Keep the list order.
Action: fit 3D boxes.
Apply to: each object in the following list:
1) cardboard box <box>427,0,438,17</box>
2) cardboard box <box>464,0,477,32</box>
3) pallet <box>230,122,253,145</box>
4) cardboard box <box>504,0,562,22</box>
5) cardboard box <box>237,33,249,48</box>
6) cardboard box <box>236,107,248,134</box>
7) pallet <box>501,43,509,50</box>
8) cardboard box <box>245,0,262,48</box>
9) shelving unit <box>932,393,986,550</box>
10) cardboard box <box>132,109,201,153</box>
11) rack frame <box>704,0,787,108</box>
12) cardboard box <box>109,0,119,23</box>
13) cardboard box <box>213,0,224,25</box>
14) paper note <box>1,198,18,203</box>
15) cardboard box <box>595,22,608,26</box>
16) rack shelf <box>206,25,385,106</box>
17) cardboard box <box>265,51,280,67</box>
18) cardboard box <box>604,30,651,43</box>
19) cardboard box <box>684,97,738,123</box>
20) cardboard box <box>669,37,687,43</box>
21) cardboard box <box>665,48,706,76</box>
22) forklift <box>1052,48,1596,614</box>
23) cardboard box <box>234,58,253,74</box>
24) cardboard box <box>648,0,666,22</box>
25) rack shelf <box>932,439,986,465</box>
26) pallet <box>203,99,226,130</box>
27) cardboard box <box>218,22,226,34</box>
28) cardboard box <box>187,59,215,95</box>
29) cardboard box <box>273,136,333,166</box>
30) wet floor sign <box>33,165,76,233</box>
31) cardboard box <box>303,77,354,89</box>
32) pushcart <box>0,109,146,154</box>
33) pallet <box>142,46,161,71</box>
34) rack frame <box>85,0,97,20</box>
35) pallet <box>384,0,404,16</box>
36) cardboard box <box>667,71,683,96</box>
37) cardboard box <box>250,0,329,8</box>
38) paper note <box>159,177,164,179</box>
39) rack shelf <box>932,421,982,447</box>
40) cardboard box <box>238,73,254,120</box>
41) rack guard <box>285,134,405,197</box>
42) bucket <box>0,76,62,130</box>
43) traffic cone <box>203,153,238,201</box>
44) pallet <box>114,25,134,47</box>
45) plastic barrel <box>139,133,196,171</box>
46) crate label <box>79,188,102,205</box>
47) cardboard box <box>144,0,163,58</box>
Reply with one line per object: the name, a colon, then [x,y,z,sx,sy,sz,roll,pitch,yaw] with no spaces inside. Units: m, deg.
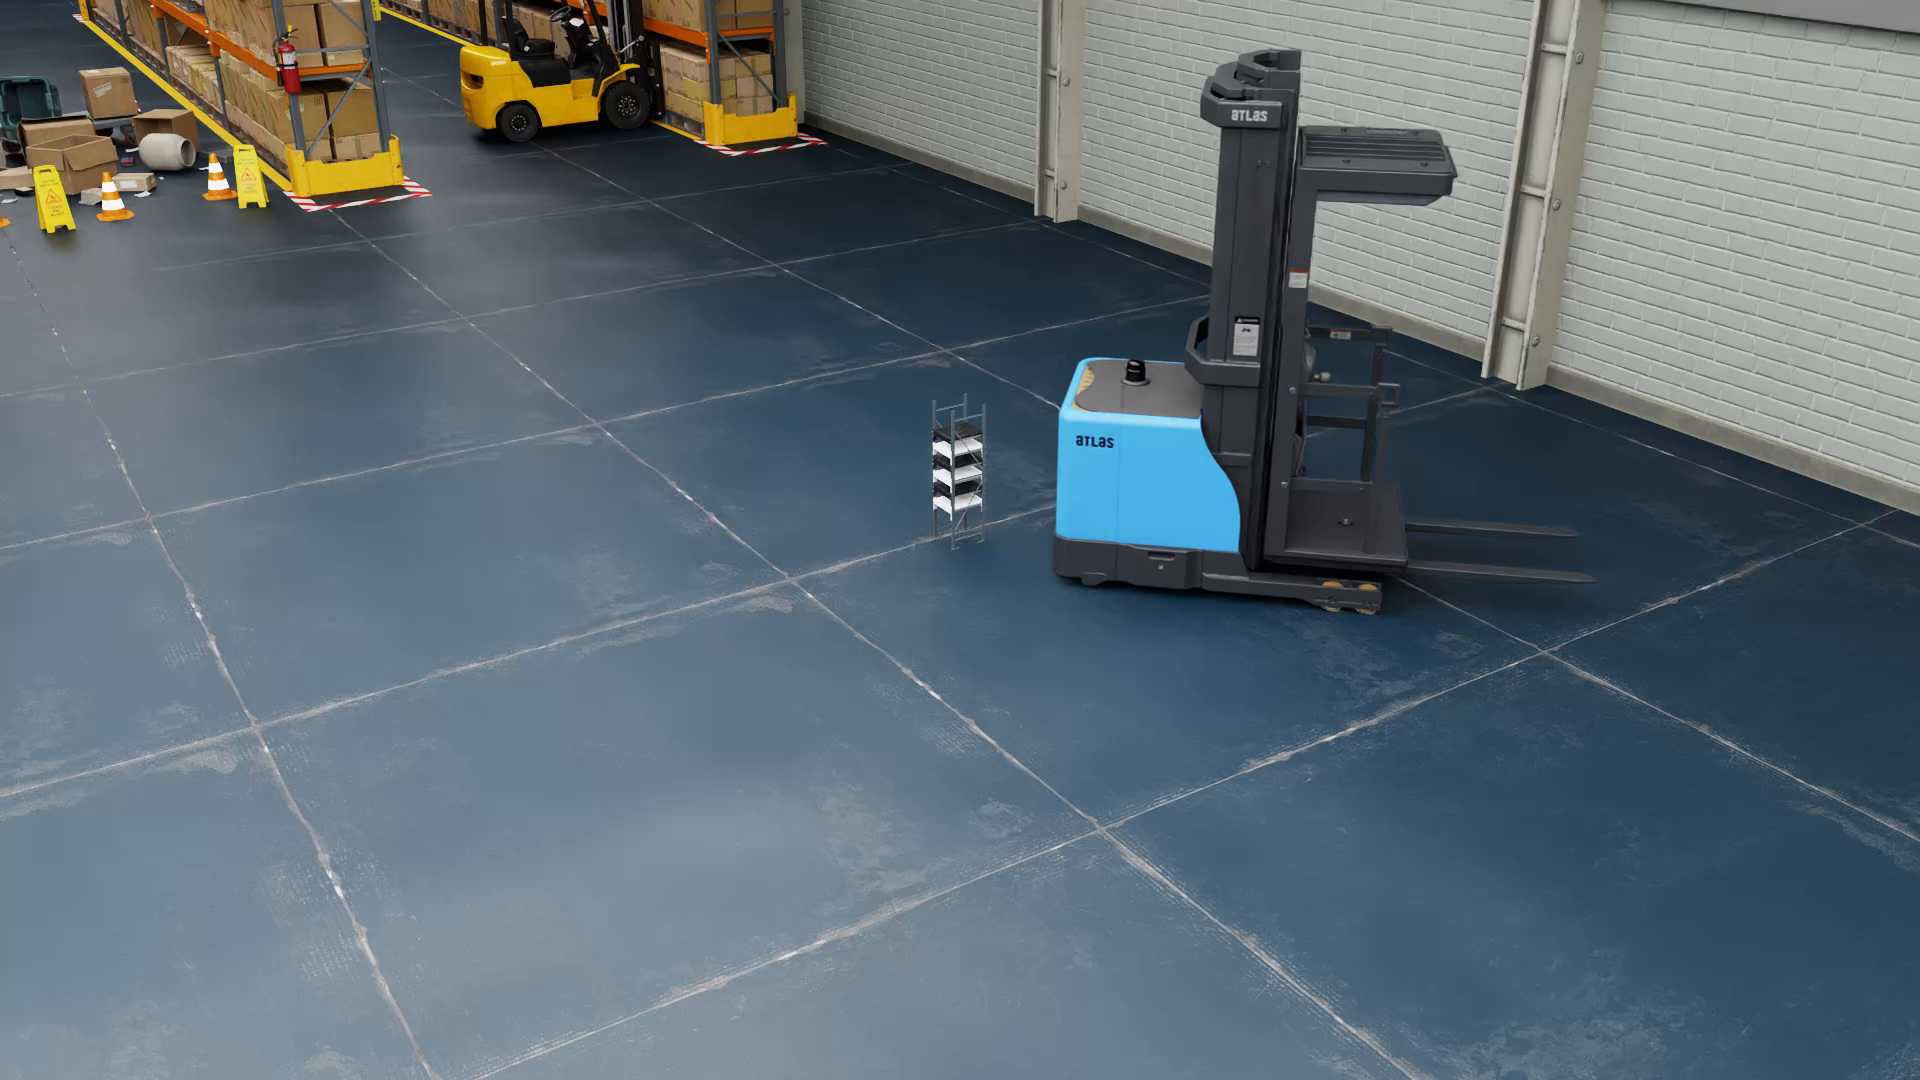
cardboard box: [-9.110,-9.558,29.419,0.500,0.500,0.500,-14,29,-27]
cardboard box: [-7.965,-8.822,27.859,0.500,0.500,0.500,-14,29,-27]
pallet: [-8.579,-5.211,21.041,1.003,0.211,1.213,-16,29,-30]
cardboard box: [-6.673,-8.183,26.359,0.875,0.625,0.625,-15,29,-28]
cardboard box: [-8.221,-5.860,19.443,0.380,0.149,0.250,-16,29,-30]
cardboard box: [-8.579,-5.188,20.456,0.500,0.250,0.500,-14,29,-27]
pallet: [-6.585,-7.728,26.374,1.003,0.211,1.213,-16,29,-30]
cardboard box: [-7.588,-5.763,18.479,0.500,0.500,0.500,-15,29,-29]
shelving unit: [-0.004,-0.410,10.064,0.258,0.900,0.210,-16,29,-30]
cardboard box: [-9.530,-4.874,19.987,0.500,0.500,0.500,3,25,6]
rack frame: [-2.635,-6.431,20.360,1.000,3.000,0.127,-16,29,-30]
cardboard box: [-14.084,-9.166,28.663,0.875,0.438,0.875,-17,30,-31]
cardboard box: [-8.675,-6.487,20.013,0.500,0.500,0.500,-16,29,-30]
paper note: [-10.295,-3.682,18.016,0.144,0.017,0.142,-6,26,-12]
cardboard box: [-5.113,-7.162,24.198,0.875,0.625,0.625,-14,29,-27]
rack shelf: [-7.883,-5.663,19.576,1.077,0.370,4.000,-16,29,-30]
cardboard box: [-7.406,-5.308,18.275,0.380,0.149,0.250,-16,30,-30]
cardboard box: [-4.547,-6.829,22.761,0.500,0.250,0.500,-15,29,-29]
cardboard box: [-3.156,-5.472,21.057,0.500,0.250,0.500,-15,29,-29]
cardboard box: [-3.552,-6.590,22.254,0.500,0.250,0.500,-16,30,-31]
cardboard box: [-3.431,-6.103,21.223,0.500,0.250,0.500,-15,29,-29]
forklift: [2.109,-1.154,9.261,3.031,2.935,1.130,5,26,10]
cardboard box: [-8.430,-5.671,19.841,0.380,0.149,0.250,-14,29,-27]
cardboard box: [-3.679,-6.962,21.368,0.500,0.500,0.500,-16,30,-31]
rack shelf: [-0.004,-0.542,10.001,0.258,0.077,0.200,-16,29,-30]
pallet: [-9.401,-5.721,22.122,1.003,0.211,1.213,-16,29,-30]
cardboard box: [-8.891,-6.325,20.428,0.380,0.149,0.250,-15,29,-28]
cardboard box: [-10.040,-6.397,22.874,0.950,0.372,0.625,-14,29,-28]
cardboard box: [-7.471,-4.455,18.902,0.500,0.250,0.500,-16,29,-30]
wet floor sign: [-9.209,-3.470,16.845,0.267,0.644,0.232,-22,33,-38]
cardboard box: [-7.303,-5.106,19.404,0.500,0.500,0.500,-17,30,-31]
pushcart: [-10.858,-4.969,20.334,0.936,0.377,1.648,18,31,33]
pallet: [-12.188,-7.609,26.122,1.003,0.211,1.213,-16,29,-30]
rack frame: [-15.526,-10.996,30.030,1.000,3.000,0.127,-16,29,-30]
pallet: [-10.230,-10.145,31.494,1.003,0.211,1.213,-16,29,-30]
cardboard box: [-3.427,-5.887,21.350,0.500,0.250,0.500,-16,30,-30]
cardboard box: [-7.253,-6.037,17.888,0.700,0.500,0.500,-16,30,-31]
paper note: [-9.127,-4.138,19.004,0.032,0.001,0.123,-16,29,-30]
rack shelf: [-0.004,-0.624,9.963,0.258,0.077,0.200,-16,29,-30]
cardboard box: [-8.296,-5.341,19.901,0.500,0.500,0.500,-14,29,-27]
rack guard: [-6.833,-4.170,18.498,1.175,0.500,0.348,-16,29,-30]
bucket: [-11.061,-5.210,19.827,0.726,0.611,0.620,-6,16,-12]
traffic cone: [-8.107,-3.979,18.137,0.336,0.463,0.334,-16,29,-30]
pallet: [-13.692,-8.595,28.209,1.003,0.211,1.213,-16,29,-30]
plastic barrel: [-9.188,-4.494,19.274,0.512,0.421,0.421,3,25,6]
crate label: [-9.333,-3.718,17.966,0.298,0.136,0.250,12,28,24]
cardboard box: [-11.950,-7.950,25.574,0.875,0.875,0.875,-15,29,-29]
